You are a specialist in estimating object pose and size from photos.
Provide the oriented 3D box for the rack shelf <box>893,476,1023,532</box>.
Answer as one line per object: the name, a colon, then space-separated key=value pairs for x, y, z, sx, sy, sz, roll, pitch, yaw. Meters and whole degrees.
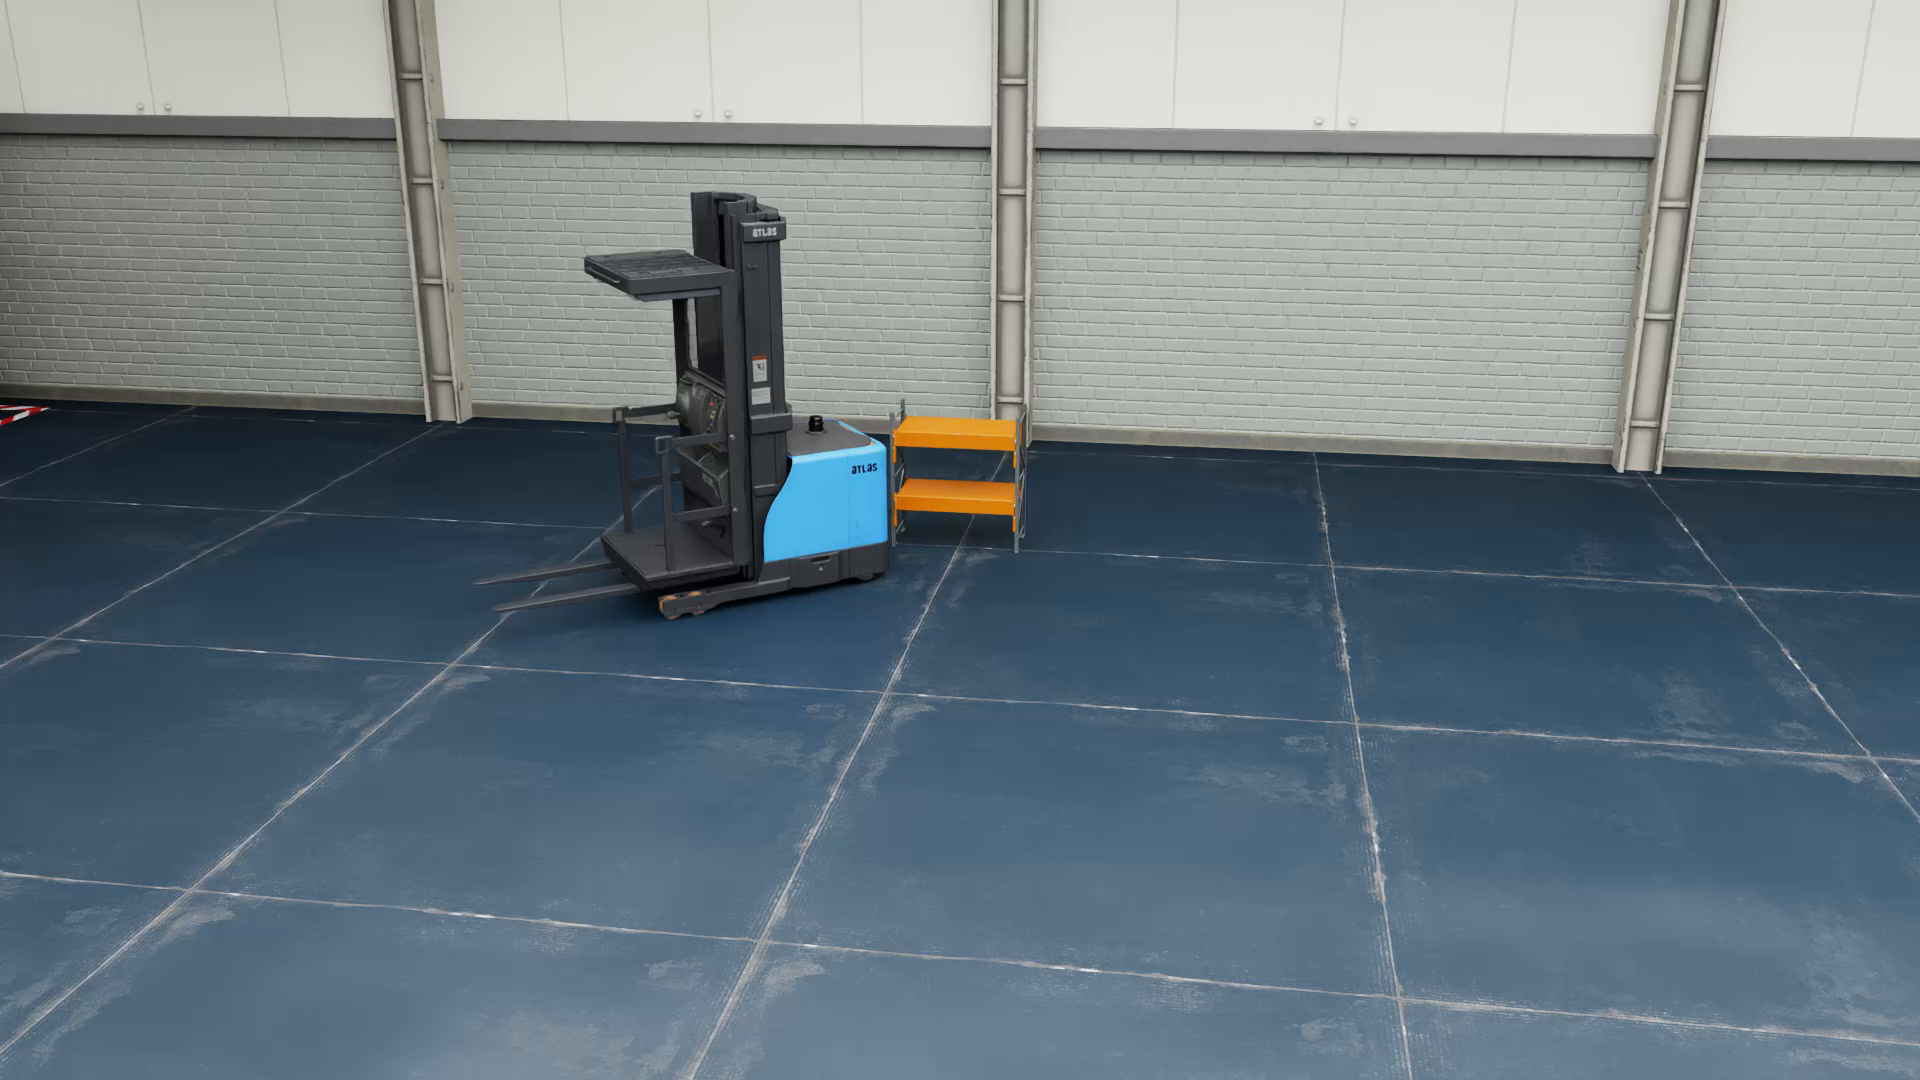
rack shelf: x=-0.007 y=-0.302 z=13.703 sx=1.000 sy=0.278 sz=0.538 roll=3 pitch=19 yaw=9

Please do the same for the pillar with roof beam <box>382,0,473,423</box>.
pillar with roof beam: x=-6.094 y=-4.204 z=12.185 sx=0.400 sy=9.000 sz=9.100 roll=3 pitch=19 yaw=9

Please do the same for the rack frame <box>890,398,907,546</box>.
rack frame: x=-0.509 y=-0.559 z=13.702 sx=0.032 sy=1.125 sz=0.500 roll=3 pitch=19 yaw=9

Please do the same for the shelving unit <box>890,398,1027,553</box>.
shelving unit: x=-0.007 y=-0.534 z=13.626 sx=1.048 sy=1.125 sz=0.538 roll=3 pitch=19 yaw=9

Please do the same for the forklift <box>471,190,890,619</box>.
forklift: x=-2.090 y=-1.006 z=12.192 sx=3.031 sy=2.935 sz=1.130 roll=-10 pitch=21 yaw=-27

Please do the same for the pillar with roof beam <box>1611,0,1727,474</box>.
pillar with roof beam: x=5.755 y=-3.600 z=10.380 sx=0.400 sy=9.000 sz=9.100 roll=3 pitch=19 yaw=9

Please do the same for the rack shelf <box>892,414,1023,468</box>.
rack shelf: x=-0.007 y=-0.811 z=13.533 sx=1.000 sy=0.278 sz=0.538 roll=3 pitch=19 yaw=9

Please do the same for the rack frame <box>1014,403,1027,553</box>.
rack frame: x=0.495 y=-0.508 z=13.549 sx=0.032 sy=1.125 sz=0.500 roll=3 pitch=19 yaw=9

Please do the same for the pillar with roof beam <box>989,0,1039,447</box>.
pillar with roof beam: x=-0.169 y=-3.902 z=11.283 sx=0.400 sy=9.000 sz=9.100 roll=3 pitch=19 yaw=9
